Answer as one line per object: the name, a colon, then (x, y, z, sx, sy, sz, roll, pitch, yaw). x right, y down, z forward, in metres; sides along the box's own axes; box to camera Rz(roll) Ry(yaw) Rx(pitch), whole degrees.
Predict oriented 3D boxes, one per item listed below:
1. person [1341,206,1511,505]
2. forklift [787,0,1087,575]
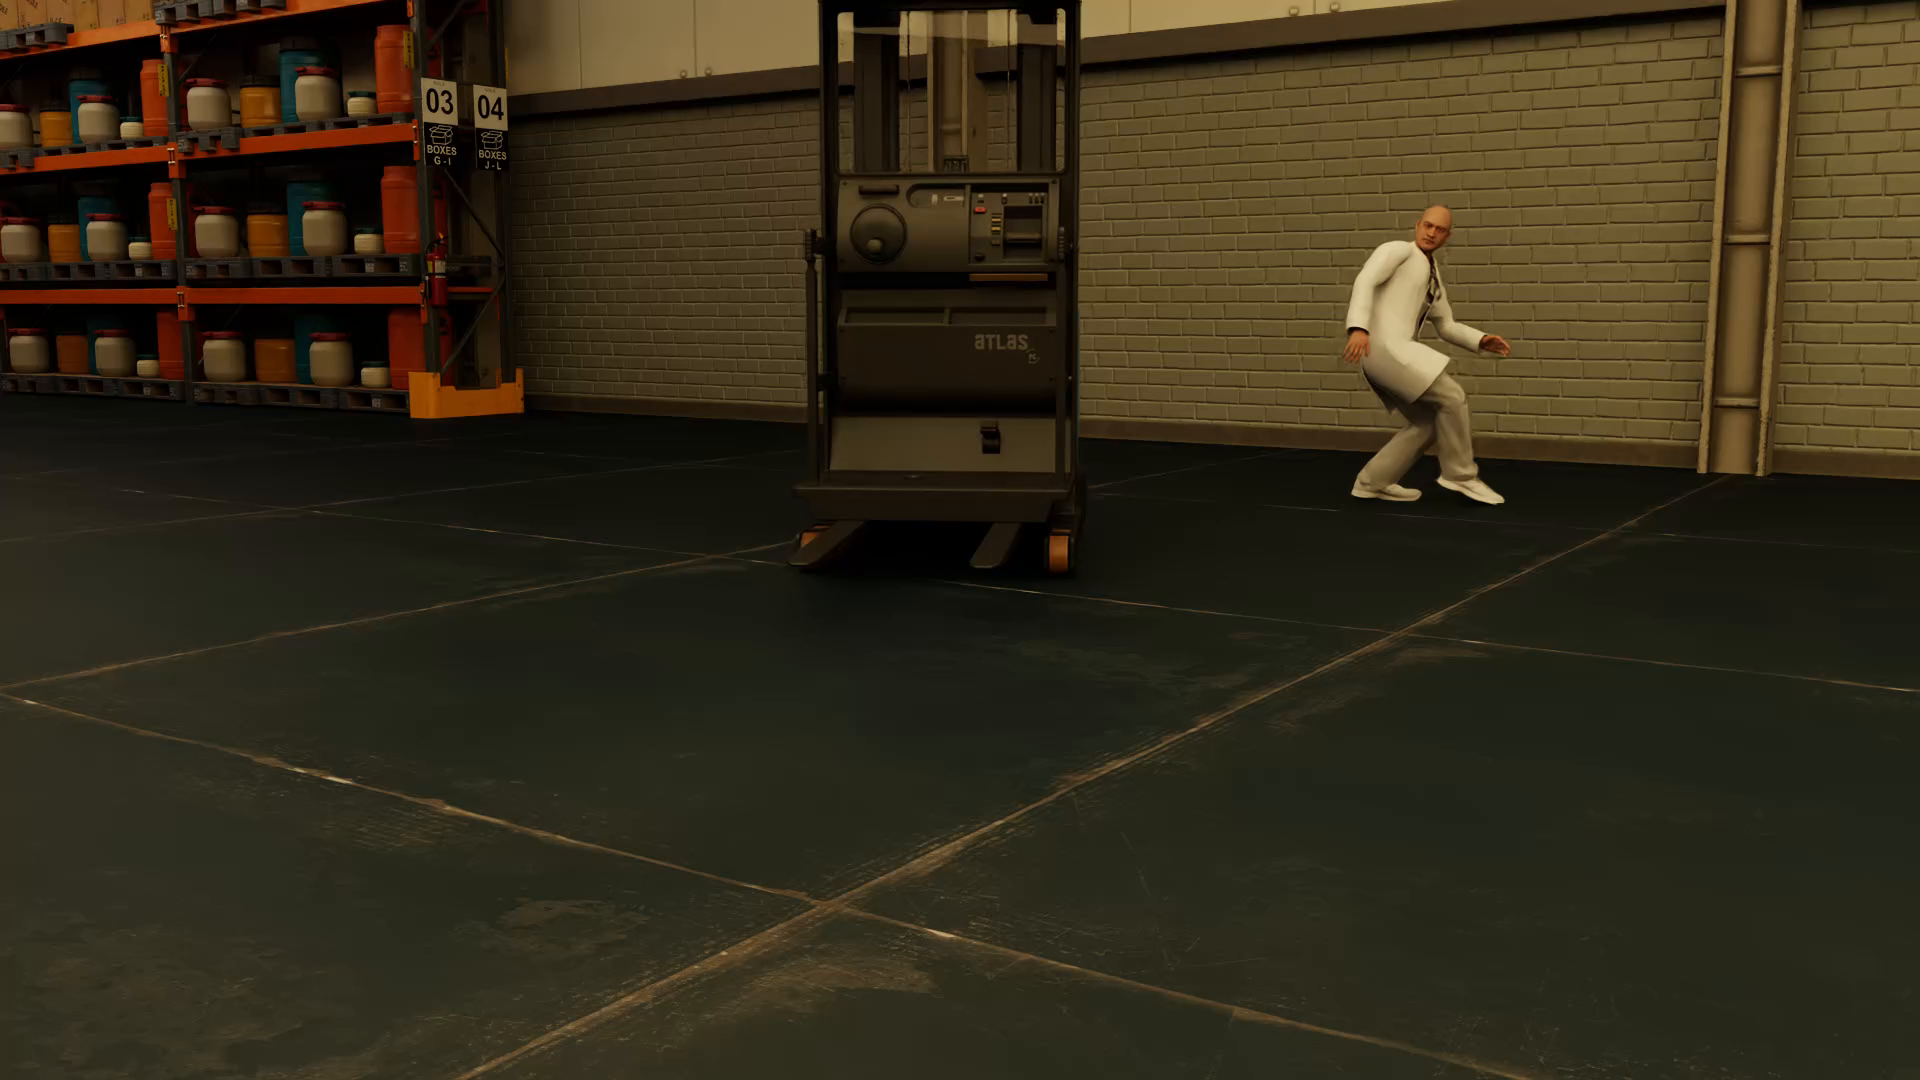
person: (2.505, -0.976, 8.885, 0.828, 1.604, 0.804, 3, 9, 20)
forklift: (-0.069, -1.359, 6.747, 1.130, 2.935, 3.031, 1, 8, 6)
